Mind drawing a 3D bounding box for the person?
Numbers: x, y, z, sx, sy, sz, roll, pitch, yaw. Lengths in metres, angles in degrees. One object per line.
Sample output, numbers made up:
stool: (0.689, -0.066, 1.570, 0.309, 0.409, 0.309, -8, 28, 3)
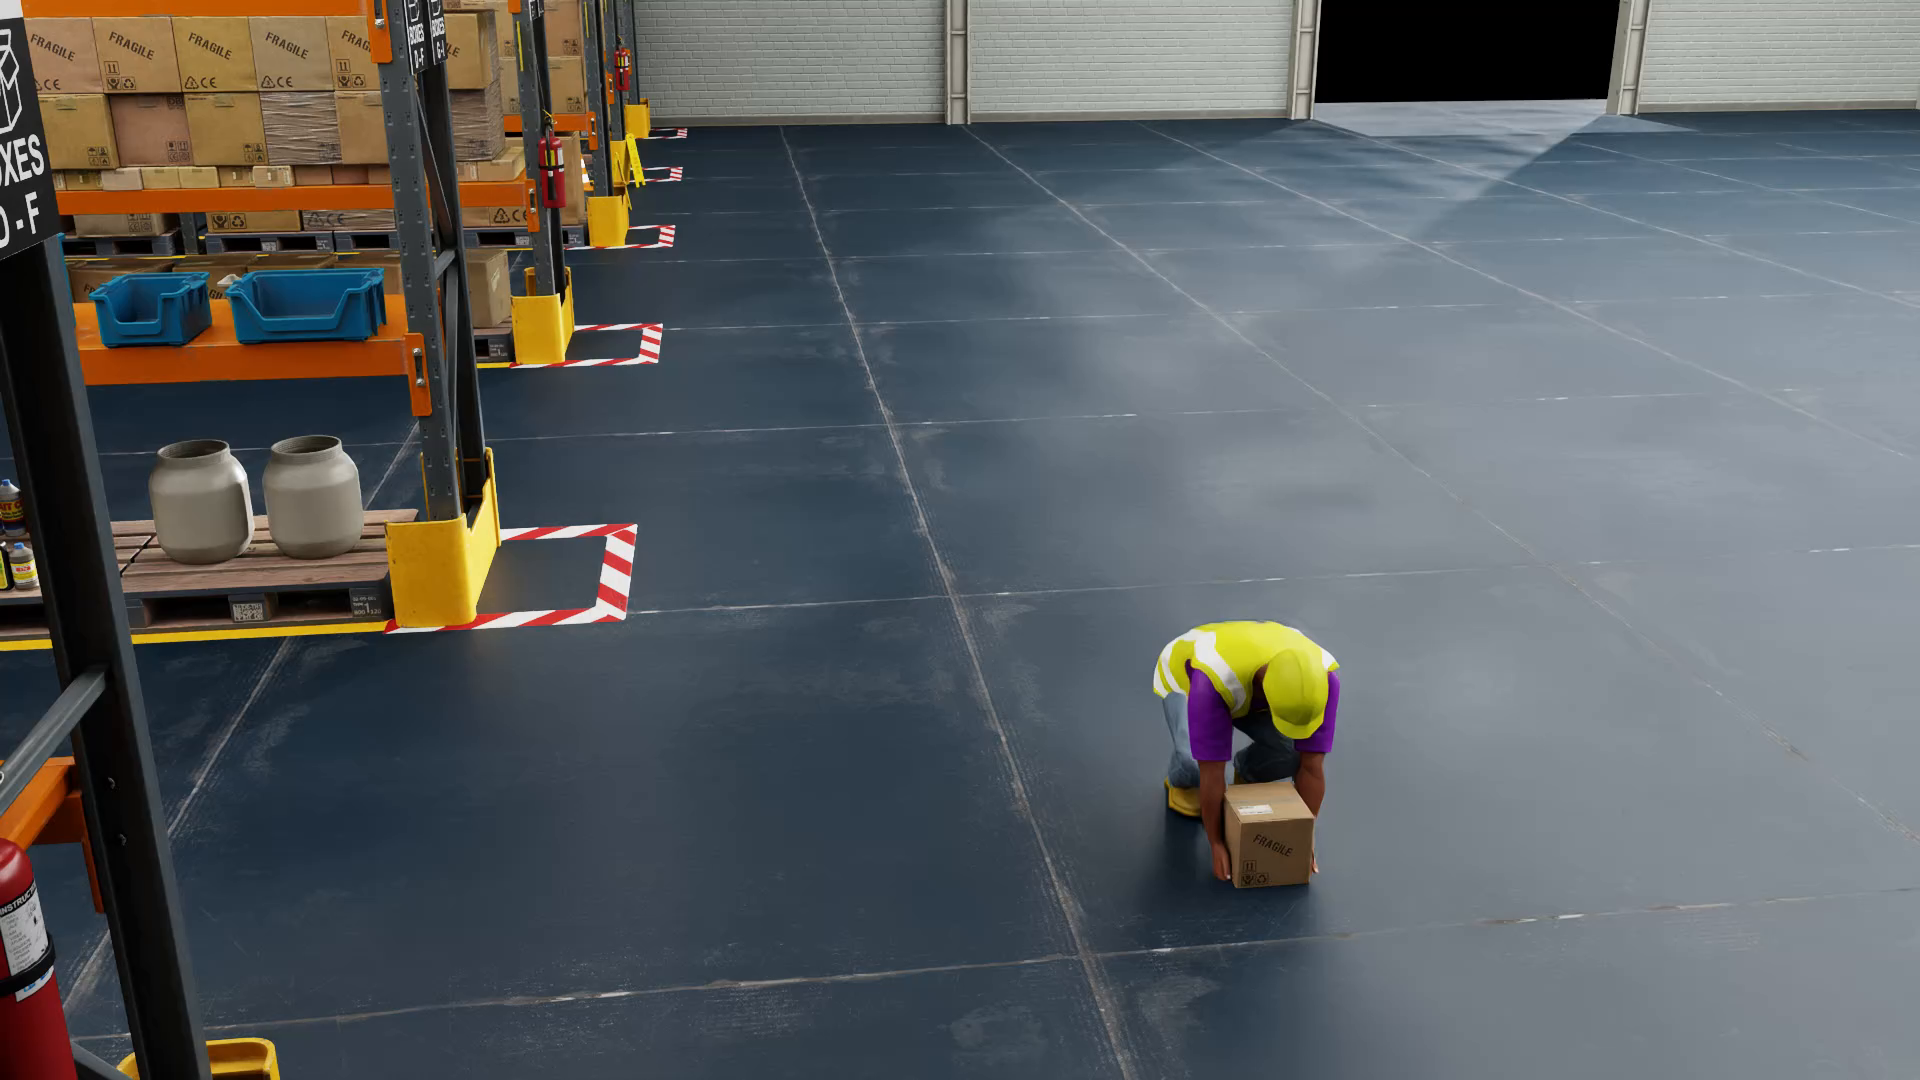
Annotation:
person: (1.000, 0.655, 5.759, 0.547, 0.886, 0.925, -3, 20, -8)
